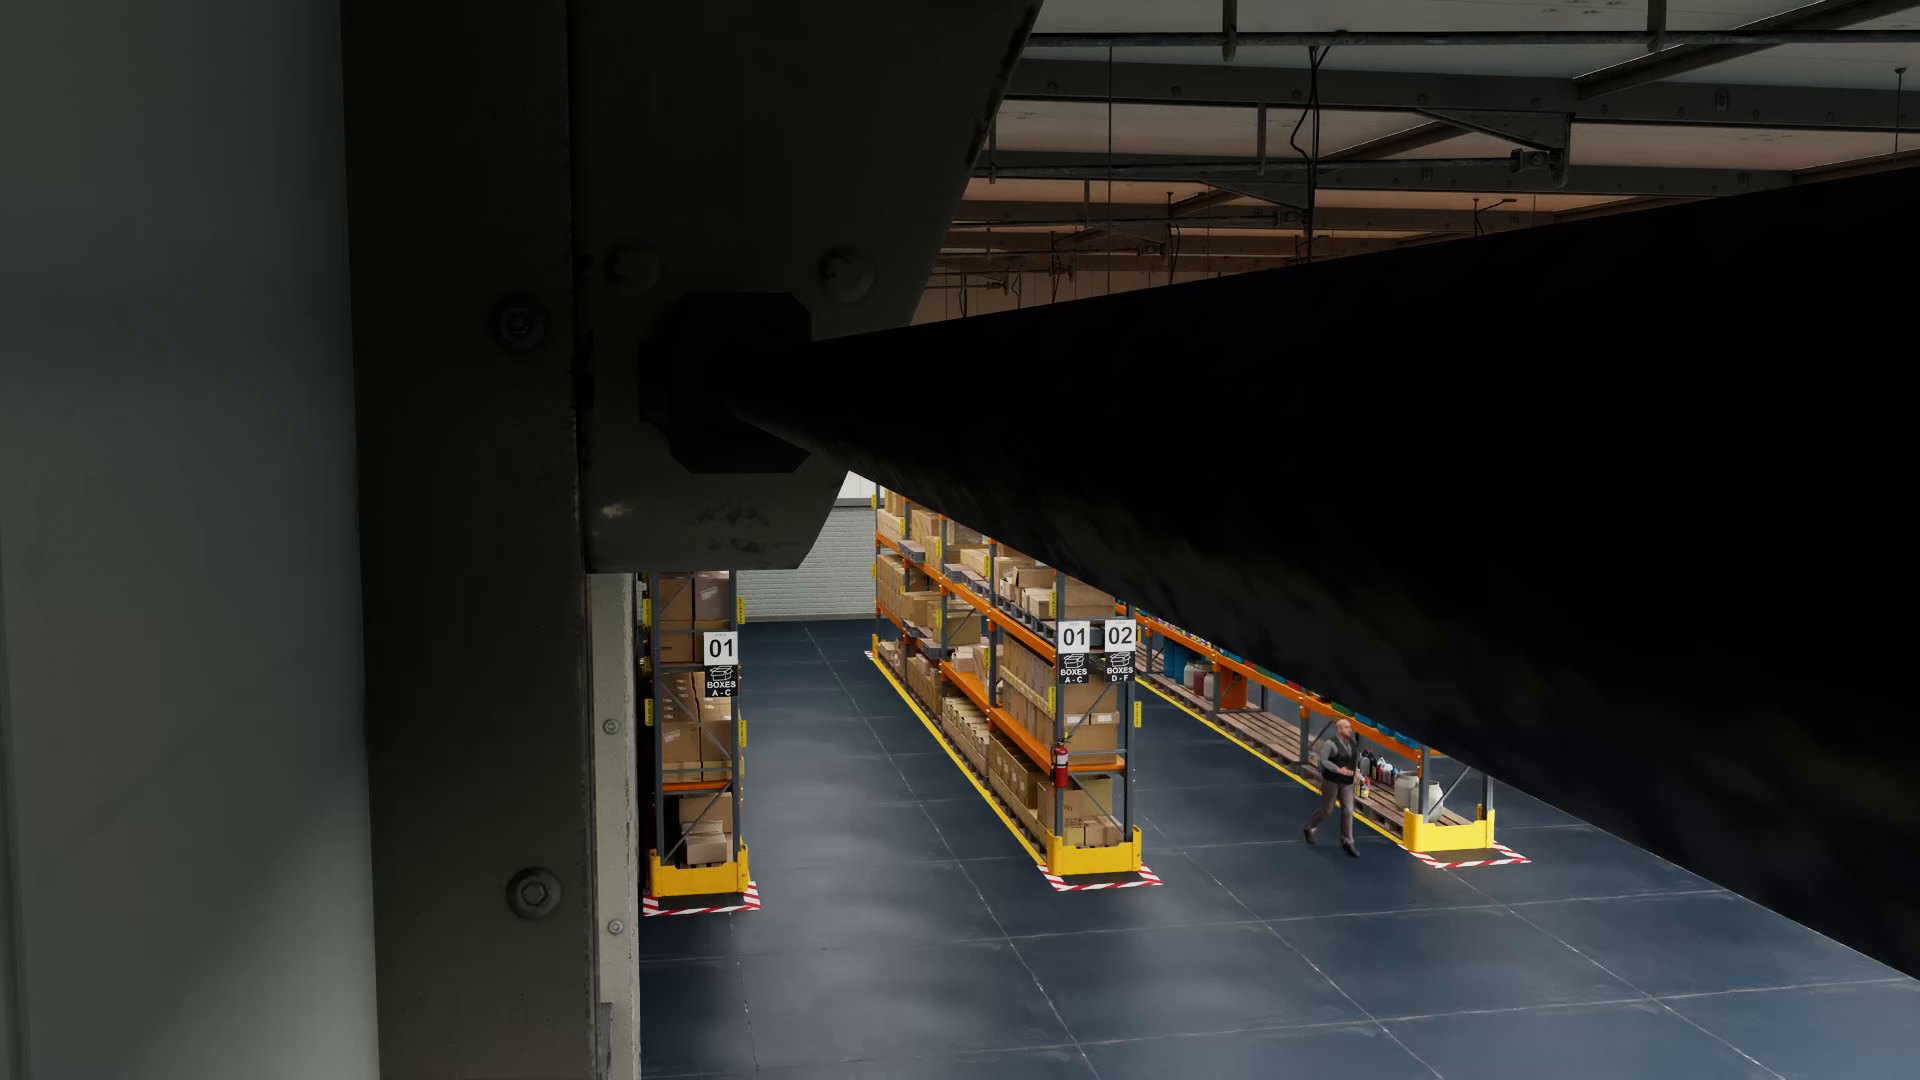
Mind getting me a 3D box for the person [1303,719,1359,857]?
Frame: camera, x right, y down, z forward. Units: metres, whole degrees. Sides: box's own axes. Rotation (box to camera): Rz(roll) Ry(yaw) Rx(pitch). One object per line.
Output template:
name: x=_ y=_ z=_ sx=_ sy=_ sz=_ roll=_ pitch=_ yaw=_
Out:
person: x=5.001 y=3.215 z=21.912 sx=0.698 sy=1.736 sz=0.877 roll=-3 pitch=7 yaw=-29
